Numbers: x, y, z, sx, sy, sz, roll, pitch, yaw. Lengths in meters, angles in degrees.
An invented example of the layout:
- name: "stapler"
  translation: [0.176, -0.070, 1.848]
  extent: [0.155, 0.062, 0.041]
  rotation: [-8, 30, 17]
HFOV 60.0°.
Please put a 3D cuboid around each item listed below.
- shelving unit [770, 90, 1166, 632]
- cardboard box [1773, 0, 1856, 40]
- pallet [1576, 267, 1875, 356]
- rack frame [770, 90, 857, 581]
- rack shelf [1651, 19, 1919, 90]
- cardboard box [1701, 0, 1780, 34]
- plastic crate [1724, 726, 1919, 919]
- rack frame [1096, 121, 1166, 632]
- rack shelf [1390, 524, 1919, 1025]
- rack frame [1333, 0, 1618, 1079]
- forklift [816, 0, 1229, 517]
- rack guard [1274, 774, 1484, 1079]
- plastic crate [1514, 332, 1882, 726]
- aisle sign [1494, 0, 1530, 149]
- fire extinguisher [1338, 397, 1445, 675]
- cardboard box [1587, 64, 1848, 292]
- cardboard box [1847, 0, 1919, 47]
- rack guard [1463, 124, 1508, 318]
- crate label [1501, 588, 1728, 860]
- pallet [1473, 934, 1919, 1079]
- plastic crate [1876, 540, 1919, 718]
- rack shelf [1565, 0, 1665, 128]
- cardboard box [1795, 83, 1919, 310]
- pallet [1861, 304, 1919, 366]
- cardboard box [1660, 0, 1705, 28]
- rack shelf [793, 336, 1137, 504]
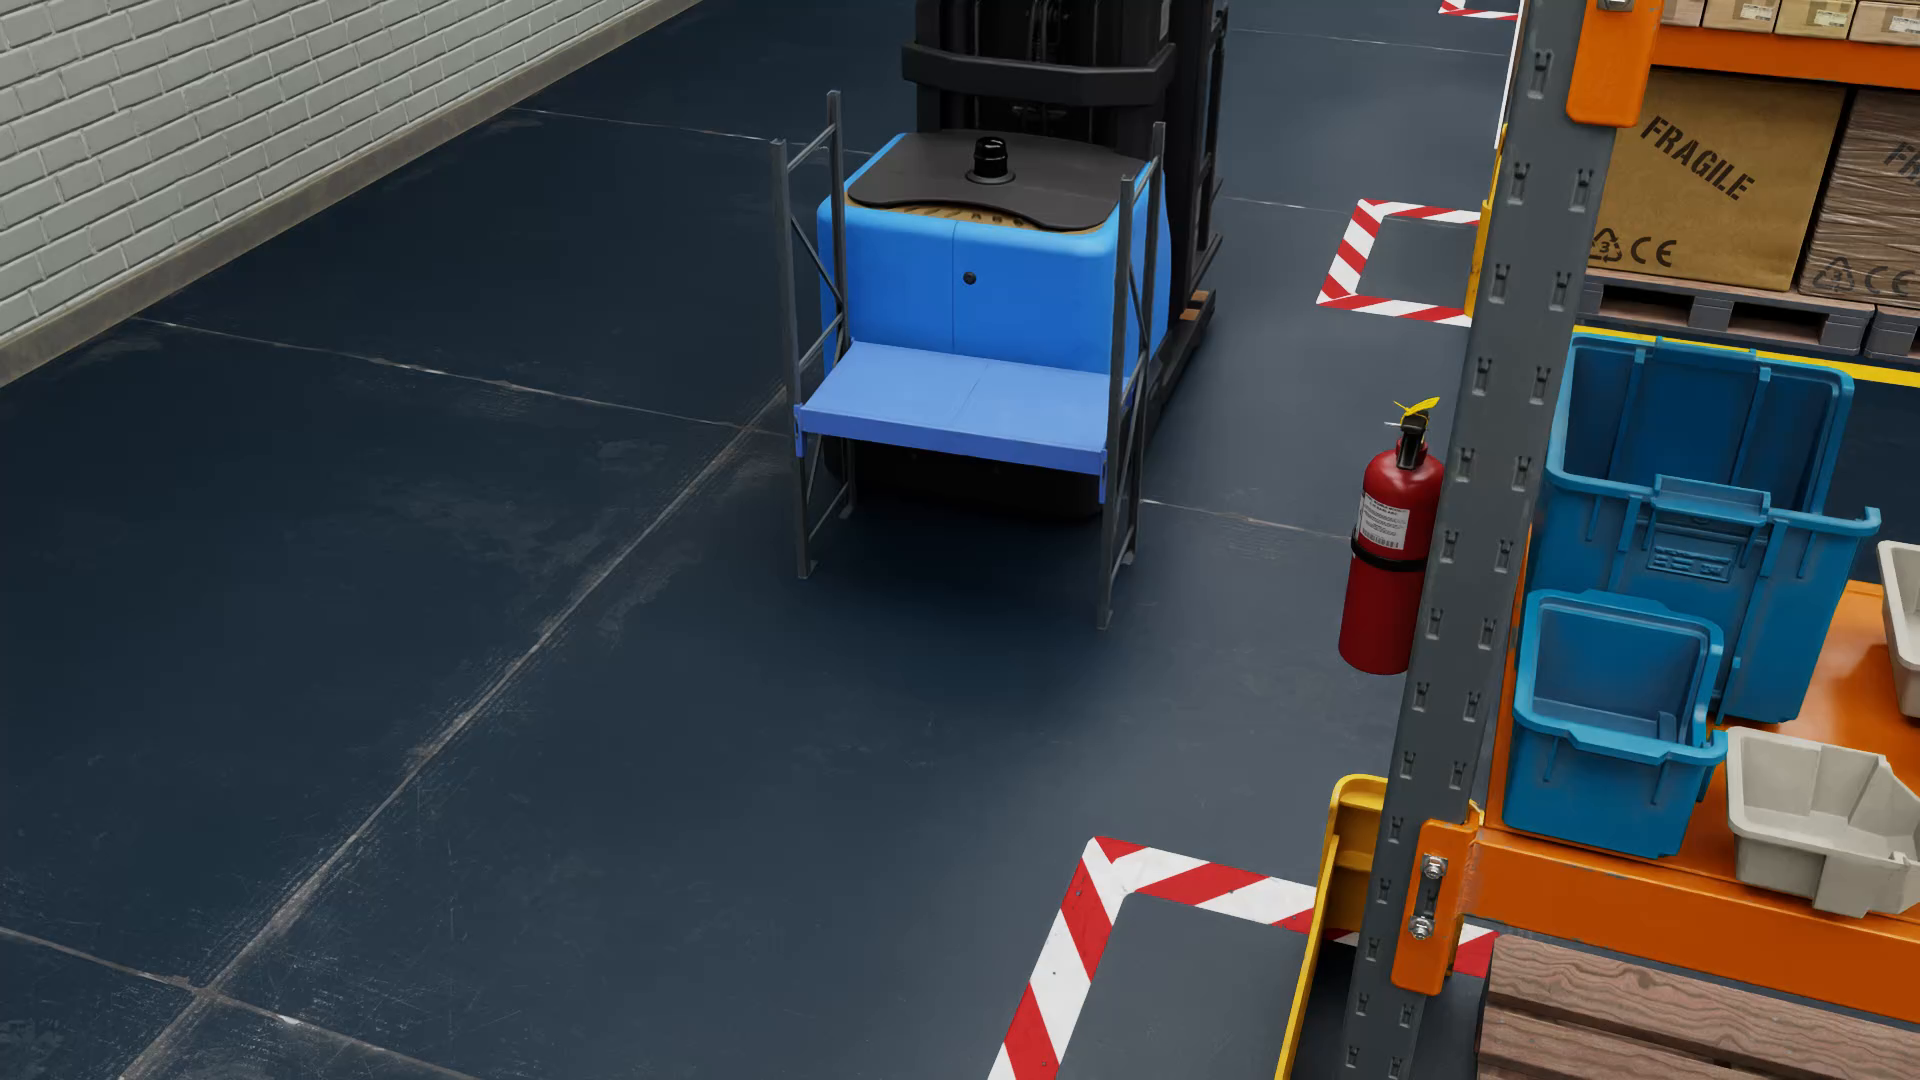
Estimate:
- name: "shelving unit"
  translation: [0.033, -0.548, 5.217]
  extent: [1.048, 1.500, 0.538]
  rotation: [9, 34, 14]
- name: "cardboard box"
  translation: [3.278, -2.062, 6.409]
  extent: [0.250, 0.149, 0.380]
  rotation: [10, 34, 15]
- name: "pallet"
  translation: [3.351, -1.216, 7.438]
  extent: [1.213, 0.211, 1.003]
  rotation: [11, 34, 16]
- name: "rack frame"
  translation: [-0.455, -0.627, 5.338]
  extent: [0.032, 1.500, 0.500]
  rotation: [9, 34, 14]
- name: "rack shelf"
  translation: [4.454, -1.825, 6.475]
  extent: [4.000, 0.370, 1.077]
  rotation: [11, 34, 16]
- name: "cardboard box"
  translation: [3.037, -2.108, 6.482]
  extent: [0.250, 0.149, 0.380]
  rotation: [11, 34, 16]
- name: "plastic crate"
  translation: [1.296, 0.435, 2.498]
  extent: [0.298, 0.136, 0.250]
  rotation: [11, 34, 16]
- name: "rack frame"
  translation: [0.520, -0.470, 5.095]
  extent: [0.032, 1.500, 0.500]
  rotation: [9, 34, 14]
- name: "rack shelf"
  translation: [2.783, 0.704, 2.558]
  extent: [4.000, 0.370, 1.077]
  rotation: [11, 34, 16]
- name: "rack frame"
  translation: [0.901, 0.035, 2.930]
  extent: [0.127, 3.000, 1.000]
  rotation: [11, 34, 16]
- name: "forklift"
  translation: [0.464, -2.103, 6.305]
  extent: [1.130, 2.935, 3.031]
  rotation: [11, 34, 16]
- name: "rack guard"
  translation: [0.874, 1.088, 3.604]
  extent: [0.348, 0.500, 1.175]
  rotation: [11, 34, 16]
- name: "plastic crate"
  translation: [1.279, -0.039, 2.957]
  extent: [0.499, 0.435, 0.616]
  rotation: [11, 34, 16]
- name: "aisle sign"
  translation: [0.733, -0.918, 2.010]
  extent: [0.004, 0.787, 0.394]
  rotation: [11, 34, 16]
- name: "fire extinguisher"
  translation: [0.912, -0.035, 3.454]
  extent: [0.183, 0.674, 0.296]
  rotation: [11, 34, 16]
- name: "cardboard box"
  translation: [3.201, -1.701, 7.191]
  extent: [0.875, 0.875, 0.875]
  rotation: [11, 34, 16]
- name: "cardboard box"
  translation: [3.524, -2.015, 6.336]
  extent: [0.250, 0.149, 0.380]
  rotation: [10, 34, 16]
- name: "rack guard"
  translation: [2.549, -1.448, 7.532]
  extent: [0.348, 0.500, 1.175]
  rotation: [11, 34, 16]
- name: "crate label"
  translation: [1.022, 0.294, 2.628]
  extent: [0.303, 0.233, 0.416]
  rotation: [11, 34, 16]
- name: "pallet"
  translation: [1.664, 1.378, 3.422]
  extent: [1.213, 0.211, 1.003]
  rotation: [11, 34, 16]
- name: "plastic crate"
  translation: [1.729, 0.178, 2.897]
  extent: [0.243, 0.136, 0.396]
  rotation: [11, 34, 16]
- name: "rack shelf"
  translation: [2.783, -0.556, 1.744]
  extent: [4.000, 0.370, 1.077]
  rotation: [11, 34, 16]
- name: "cardboard box"
  translation: [4.058, -1.535, 6.933]
  extent: [0.875, 0.875, 0.875]
  rotation: [11, 34, 16]
- name: "pallet"
  translation: [4.495, -0.992, 7.091]
  extent: [1.213, 0.211, 1.003]
  rotation: [11, 34, 16]
- name: "cardboard box"
  translation: [2.795, -2.155, 6.553]
  extent: [0.250, 0.149, 0.380]
  rotation: [11, 35, 17]
- name: "rack shelf"
  translation: [0.033, -0.397, 5.314]
  extent: [1.000, 0.185, 0.538]
  rotation: [9, 34, 14]
